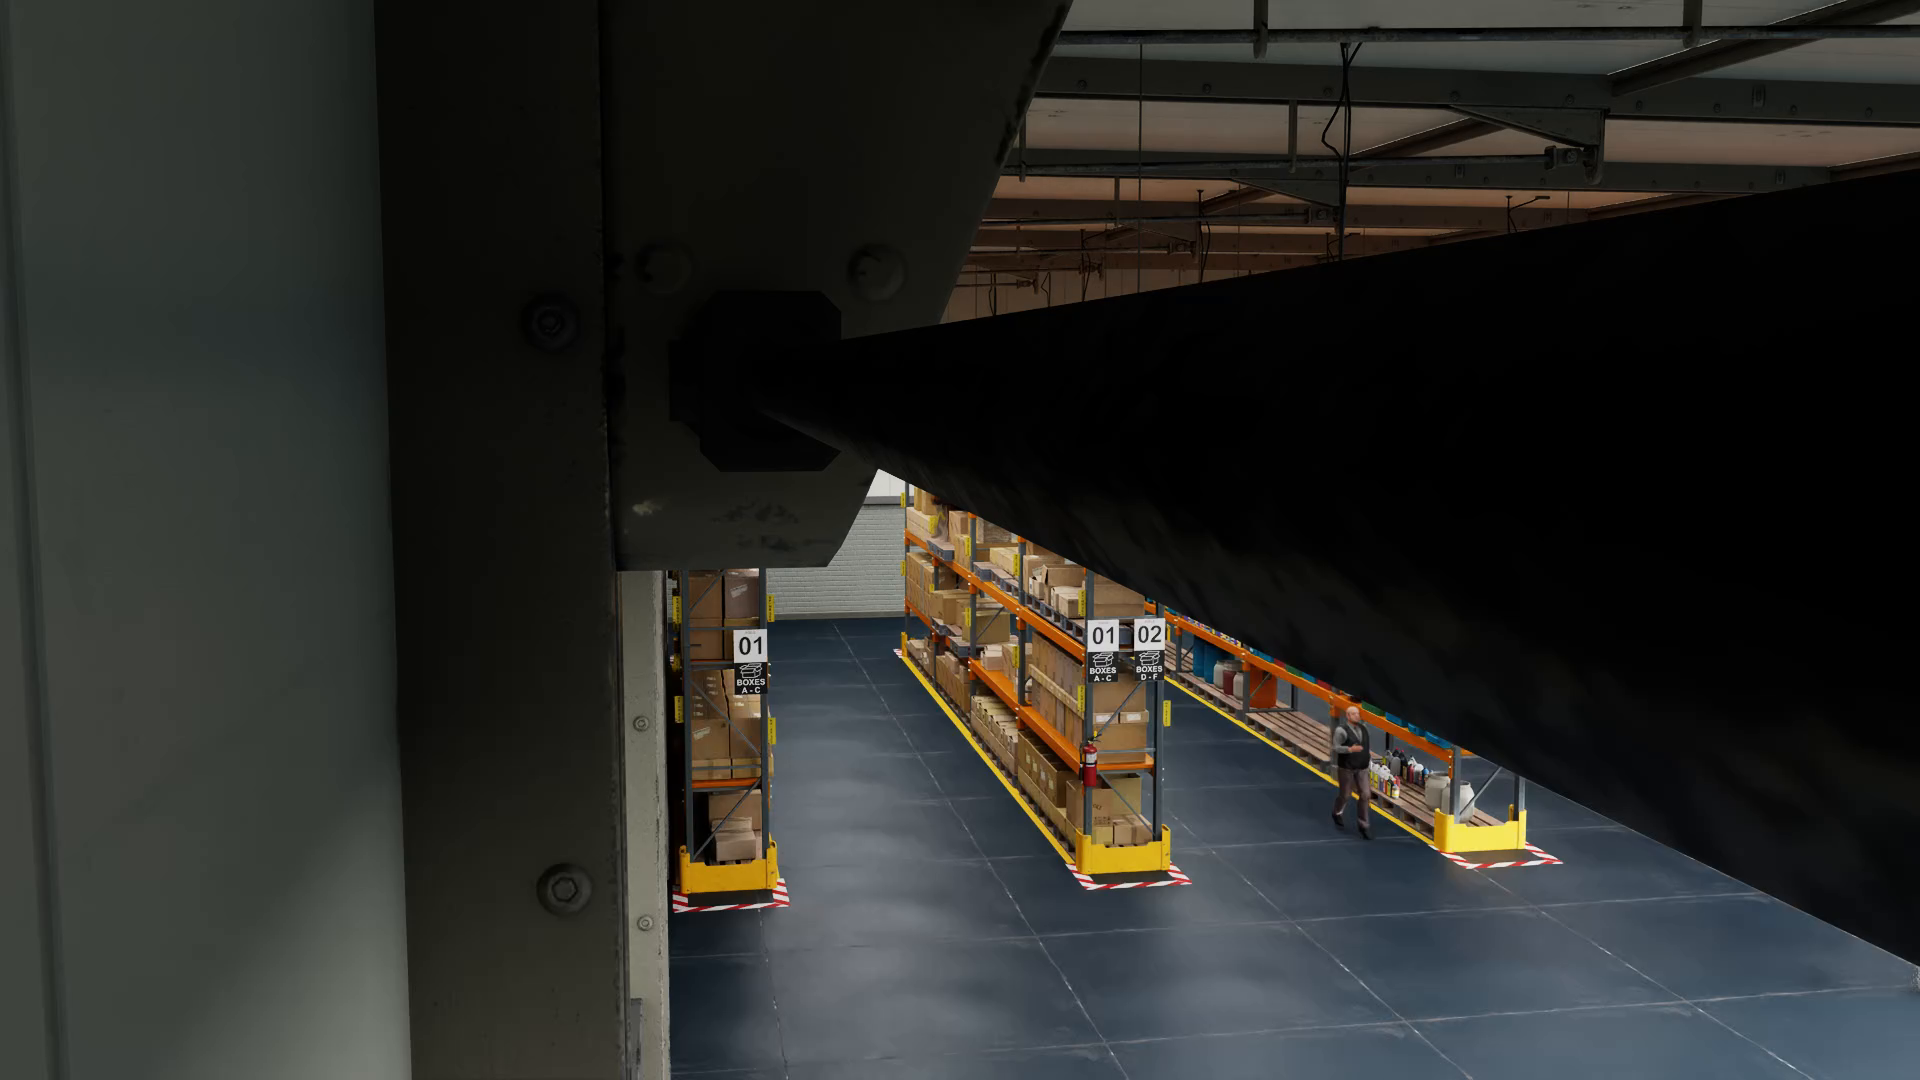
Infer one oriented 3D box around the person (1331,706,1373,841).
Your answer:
[{"bbox_3d":[5.324,3.122,22.524,0.652,1.746,0.844,-1,6,-14],"label":"person"}]
